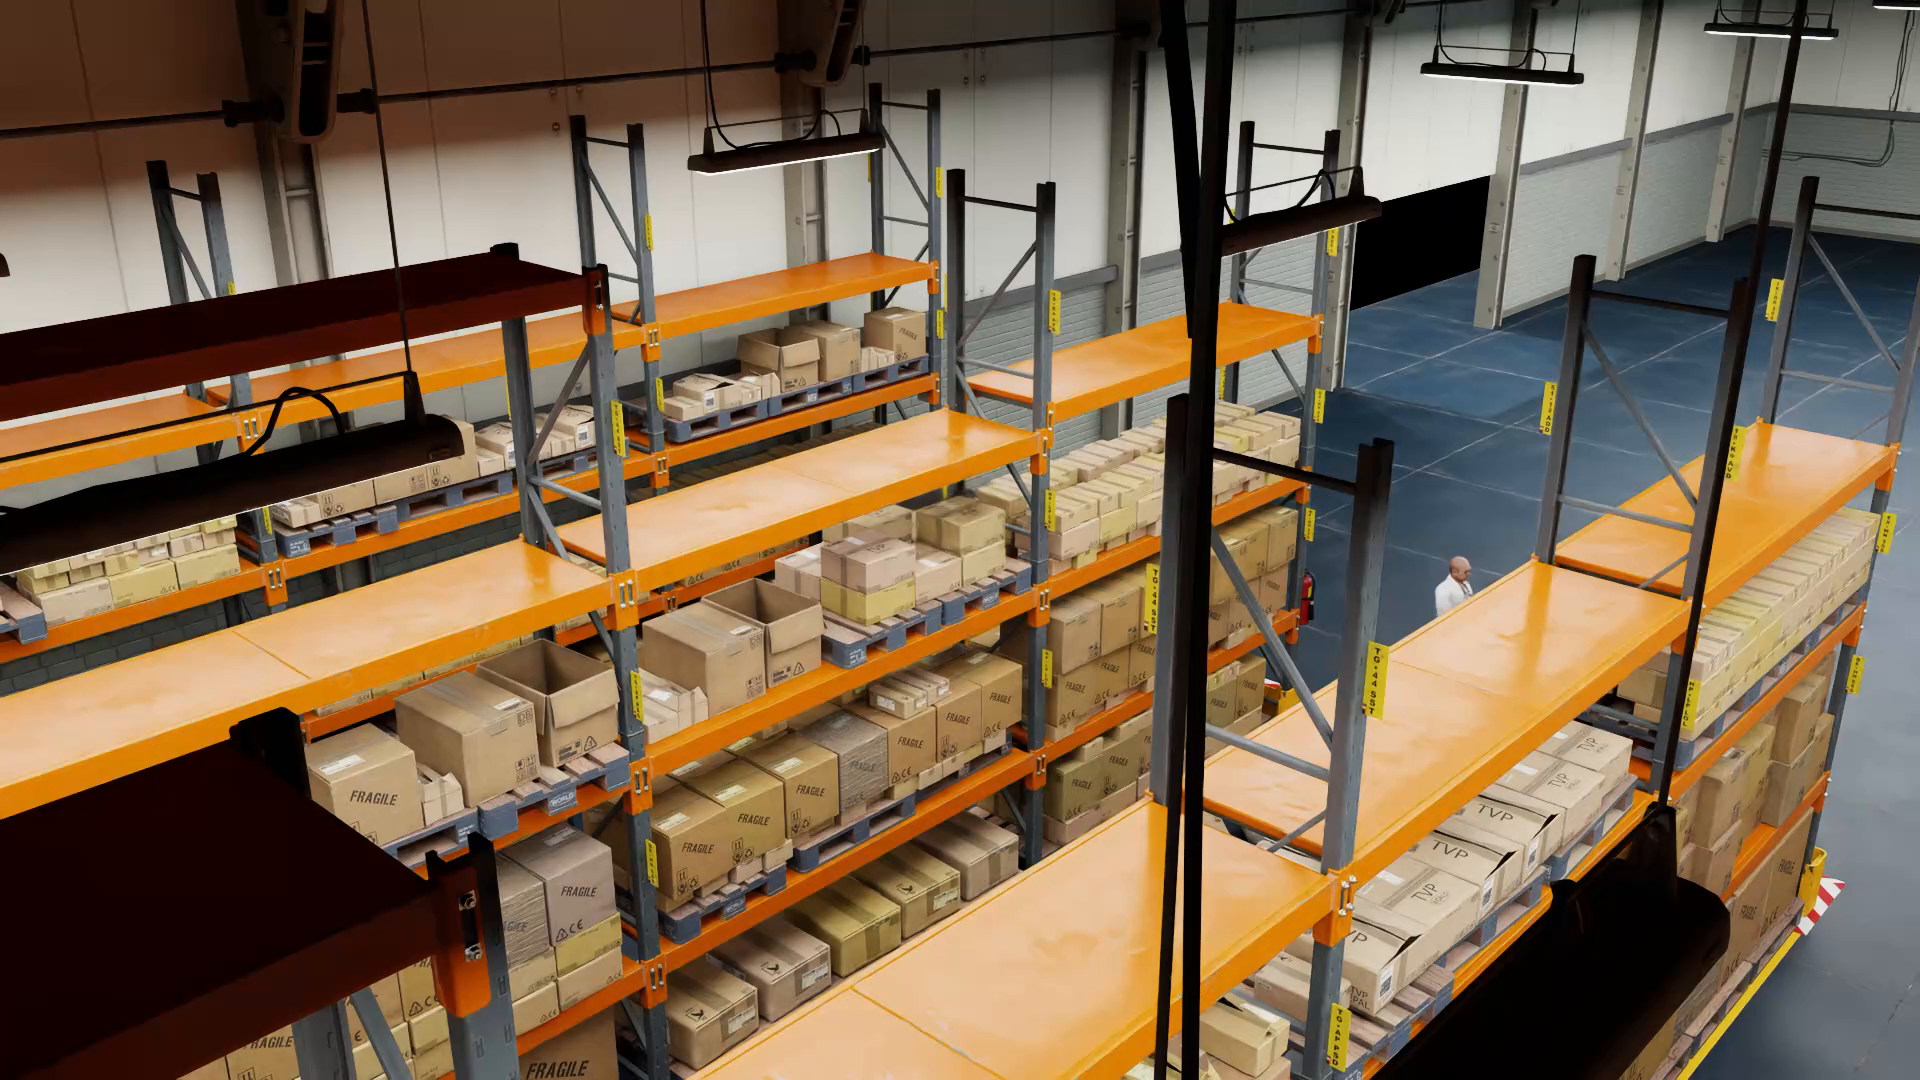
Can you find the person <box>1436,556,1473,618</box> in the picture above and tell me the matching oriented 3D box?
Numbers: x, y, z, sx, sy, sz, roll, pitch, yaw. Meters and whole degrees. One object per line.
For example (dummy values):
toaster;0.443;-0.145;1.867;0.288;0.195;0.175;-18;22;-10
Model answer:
person;5.054;0.993;17.057;0.567;1.756;0.978;-17;27;-38
